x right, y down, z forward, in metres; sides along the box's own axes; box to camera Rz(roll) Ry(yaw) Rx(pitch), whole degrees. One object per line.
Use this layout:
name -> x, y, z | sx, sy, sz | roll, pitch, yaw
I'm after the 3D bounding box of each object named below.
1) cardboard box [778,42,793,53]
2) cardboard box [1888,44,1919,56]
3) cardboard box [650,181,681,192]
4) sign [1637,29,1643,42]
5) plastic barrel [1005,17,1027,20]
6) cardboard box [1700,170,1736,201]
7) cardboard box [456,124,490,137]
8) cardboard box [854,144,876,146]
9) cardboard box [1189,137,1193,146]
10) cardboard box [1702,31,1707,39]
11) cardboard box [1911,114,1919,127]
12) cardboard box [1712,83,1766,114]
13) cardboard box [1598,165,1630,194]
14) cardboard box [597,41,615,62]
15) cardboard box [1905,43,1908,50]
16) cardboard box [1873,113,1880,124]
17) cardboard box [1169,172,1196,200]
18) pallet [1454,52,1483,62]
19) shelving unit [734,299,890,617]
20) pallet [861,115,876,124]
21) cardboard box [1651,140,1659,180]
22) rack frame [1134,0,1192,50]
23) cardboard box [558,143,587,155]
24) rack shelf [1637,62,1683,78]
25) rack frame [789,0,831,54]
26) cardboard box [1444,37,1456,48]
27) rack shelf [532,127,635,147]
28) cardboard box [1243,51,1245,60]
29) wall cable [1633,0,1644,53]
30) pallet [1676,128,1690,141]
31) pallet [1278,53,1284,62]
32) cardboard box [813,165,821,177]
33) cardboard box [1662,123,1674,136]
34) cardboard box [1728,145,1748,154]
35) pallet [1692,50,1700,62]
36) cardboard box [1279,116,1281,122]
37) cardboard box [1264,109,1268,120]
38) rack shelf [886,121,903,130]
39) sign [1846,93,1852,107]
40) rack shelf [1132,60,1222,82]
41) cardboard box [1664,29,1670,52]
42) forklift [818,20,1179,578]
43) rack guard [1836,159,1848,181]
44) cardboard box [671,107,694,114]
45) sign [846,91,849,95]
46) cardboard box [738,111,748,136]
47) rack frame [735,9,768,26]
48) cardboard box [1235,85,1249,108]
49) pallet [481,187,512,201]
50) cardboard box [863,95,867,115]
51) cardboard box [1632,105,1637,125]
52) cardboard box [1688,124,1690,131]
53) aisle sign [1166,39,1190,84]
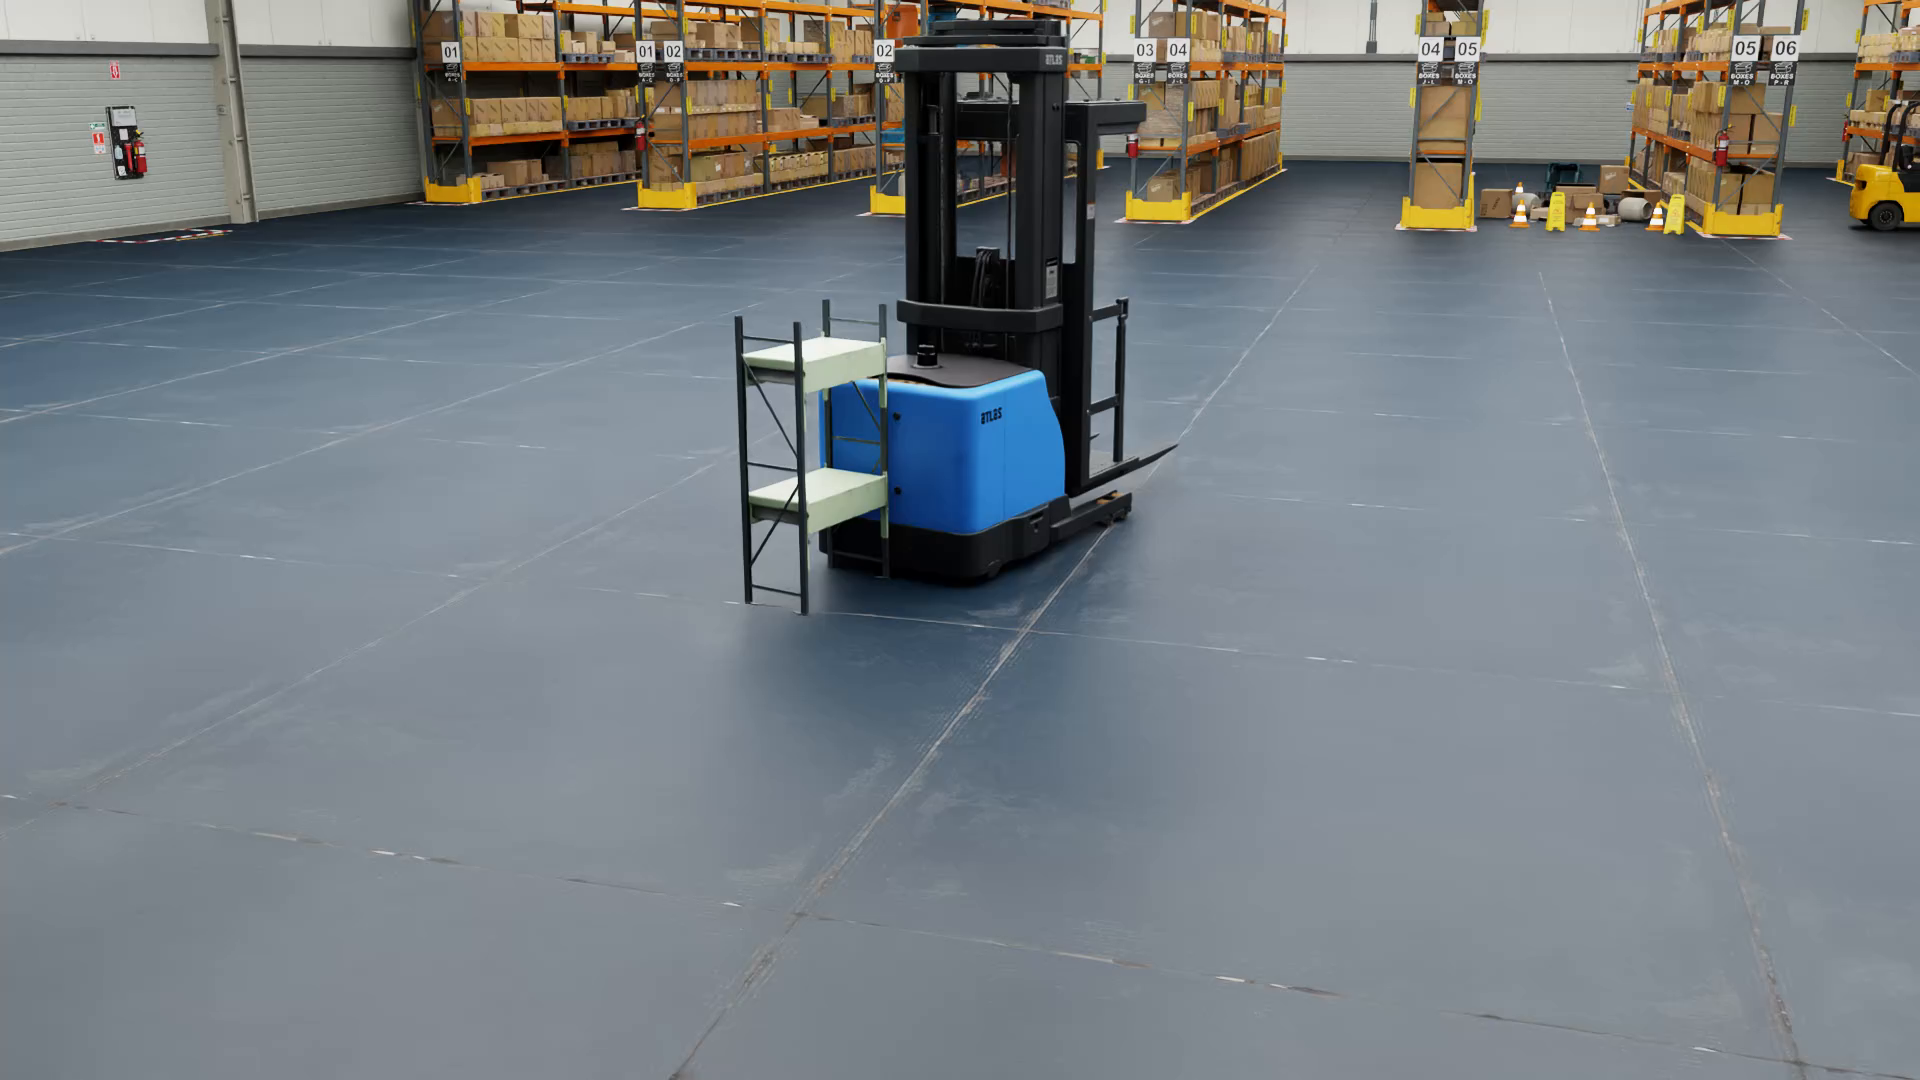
cardboard box -> -4.122, -11.242, 37.975 | 0.500, 0.250, 0.500 | 3, 16, 11
cardboard box -> 21.204, -11.005, 37.363 | 0.500, 0.250, 0.500 | 5, 16, 16
cardboard box -> -5.992, -7.169, 33.878 | 0.500, 0.250, 0.500 | 5, 16, 16
sign -> 17.154, -12.722, 41.940 | 0.100, 0.325, 0.005 | 5, 16, 16
plastic barrel -> 1.325, -11.835, 39.004 | 0.600, 0.830, 0.708 | 5, 16, 16
cardboard box -> 13.260, -6.196, 29.072 | 0.500, 0.500, 0.500 | 5, 17, 18
cardboard box -> -10.168, -8.551, 34.717 | 0.500, 0.250, 0.500 | 4, 16, 14
cardboard box -> -2.561, -10.447, 44.938 | 0.500, 0.500, 0.500 | 5, 16, 16
cardboard box -> 4.120, -7.421, 30.957 | 0.380, 0.149, 0.250 | 5, 16, 16
cardboard box -> 13.871, -9.285, 30.568 | 0.380, 0.149, 0.250 | 4, 16, 15
cardboard box -> 20.160, -8.729, 34.614 | 0.500, 0.250, 0.500 | 4, 16, 13
cardboard box -> 13.073, -7.412, 27.904 | 0.700, 0.500, 0.500 | 4, 16, 15
cardboard box -> 12.559, -6.928, 31.950 | 0.500, 0.500, 0.500 | 5, 16, 16
cardboard box -> -8.795, -11.774, 40.119 | 0.797, 0.503, 0.637 | 7, 17, 24
cardboard box -> 20.553, -10.603, 35.723 | 0.380, 0.149, 0.250 | 4, 16, 15
cardboard box -> 21.347, -9.700, 38.261 | 0.500, 0.250, 0.500 | 5, 16, 16
cardboard box -> 4.364, -6.983, 32.764 | 0.500, 0.500, 0.500 | 3, 16, 11
pallet -> 10.189, -9.927, 34.179 | 1.003, 0.211, 1.213 | 5, 17, 18
shelving unit -> -0.751, -0.448, 8.659 | 0.431, 1.500, 0.755 | 10, 18, 30
pallet -> -2.783, -10.974, 43.373 | 1.003, 0.211, 1.213 | 5, 16, 16
cardboard box -> 16.448, -8.740, 38.271 | 0.875, 0.875, 0.875 | 5, 17, 18
rack frame -> 3.636, -10.244, 29.455 | 1.000, 3.000, 0.127 | 5, 16, 16
cardboard box -> -9.160, -9.236, 39.295 | 0.500, 0.250, 0.500 | 4, 16, 15
rack shelf -> 17.116, -11.349, 40.166 | 1.077, 0.370, 4.000 | 5, 16, 16
rack frame -> -3.588, -13.106, 39.546 | 1.000, 3.000, 0.127 | 5, 16, 16
cardboard box -> 9.547, -9.812, 32.749 | 0.500, 0.250, 0.500 | 5, 17, 16
rack shelf -> -8.906, -9.734, 39.969 | 1.077, 0.370, 4.000 | 5, 16, 16
cardboard box -> 6.009, -10.678, 36.758 | 0.500, 0.250, 0.500 | 5, 16, 16
wall cable -> 19.031, -15.172, 46.827 | 0.463, 3.000, 0.029 | 5, 16, 16
pallet -> 14.887, -8.069, 33.132 | 1.003, 0.211, 1.213 | 5, 16, 16
pallet -> 7.982, -12.749, 43.947 | 1.003, 0.211, 1.213 | 5, 16, 16
cardboard box -> -3.646, -8.808, 39.654 | 0.500, 0.250, 0.500 | 4, 16, 15
cardboard box -> 15.305, -8.763, 35.501 | 0.500, 0.250, 0.500 | 4, 16, 14
cardboard box -> 13.038, -6.583, 28.002 | 0.380, 0.149, 0.250 | 5, 17, 18
pallet -> 14.552, -9.142, 31.410 | 1.213, 0.211, 1.003 | 5, 16, 16
cardboard box -> 8.397, -11.304, 44.647 | 0.380, 0.149, 0.250 | 5, 17, 17
cardboard box -> 7.431, -10.671, 41.684 | 0.500, 0.250, 0.500 | 4, 16, 15
rack shelf -> -1.882, -11.444, 45.997 | 1.077, 0.370, 4.000 | 5, 16, 16
sign -> 21.924, -10.850, 40.999 | 0.100, 0.325, 0.005 | 5, 16, 16
rack shelf -> 4.204, -8.978, 31.807 | 1.077, 0.370, 4.000 | 5, 16, 16
cardboard box -> 15.633, -10.859, 36.168 | 0.500, 0.500, 0.500 | 5, 17, 16
forklift -> 0.410, -1.554, 9.935 | 1.130, 2.935, 3.031 | 10, 18, 30
rack guard -> 22.423, -9.169, 41.239 | 1.175, 0.500, 0.348 | 5, 16, 16
cardboard box -> -5.543, -8.573, 33.186 | 0.380, 0.149, 0.250 | 5, 16, 15
sign -> -2.973, -11.723, 44.077 | 0.100, 0.325, 0.005 | 5, 16, 16
cardboard box -> -4.988, -8.967, 35.762 | 0.700, 0.500, 0.500 | 4, 16, 15
rack frame -> -6.065, -15.582, 48.276 | 1.000, 3.000, 0.127 | 5, 16, 16
cardboard box -> 6.320, -10.342, 38.772 | 0.797, 0.503, 0.637 | 5, 17, 17
pallet -> -10.325, -7.398, 35.526 | 1.003, 0.211, 1.213 | 5, 16, 16
cardboard box -> -2.800, -11.410, 43.607 | 0.700, 0.500, 0.500 | -1, 16, -3
cardboard box -> 17.272, -10.720, 41.944 | 0.500, 0.500, 0.500 | 4, 16, 15
cardboard box -> 14.247, -7.941, 32.019 | 0.380, 0.149, 0.250 | 4, 16, 14
aisle sign -> 3.906, -8.569, 29.779 | 0.394, 0.787, 0.004 | 5, 16, 16
